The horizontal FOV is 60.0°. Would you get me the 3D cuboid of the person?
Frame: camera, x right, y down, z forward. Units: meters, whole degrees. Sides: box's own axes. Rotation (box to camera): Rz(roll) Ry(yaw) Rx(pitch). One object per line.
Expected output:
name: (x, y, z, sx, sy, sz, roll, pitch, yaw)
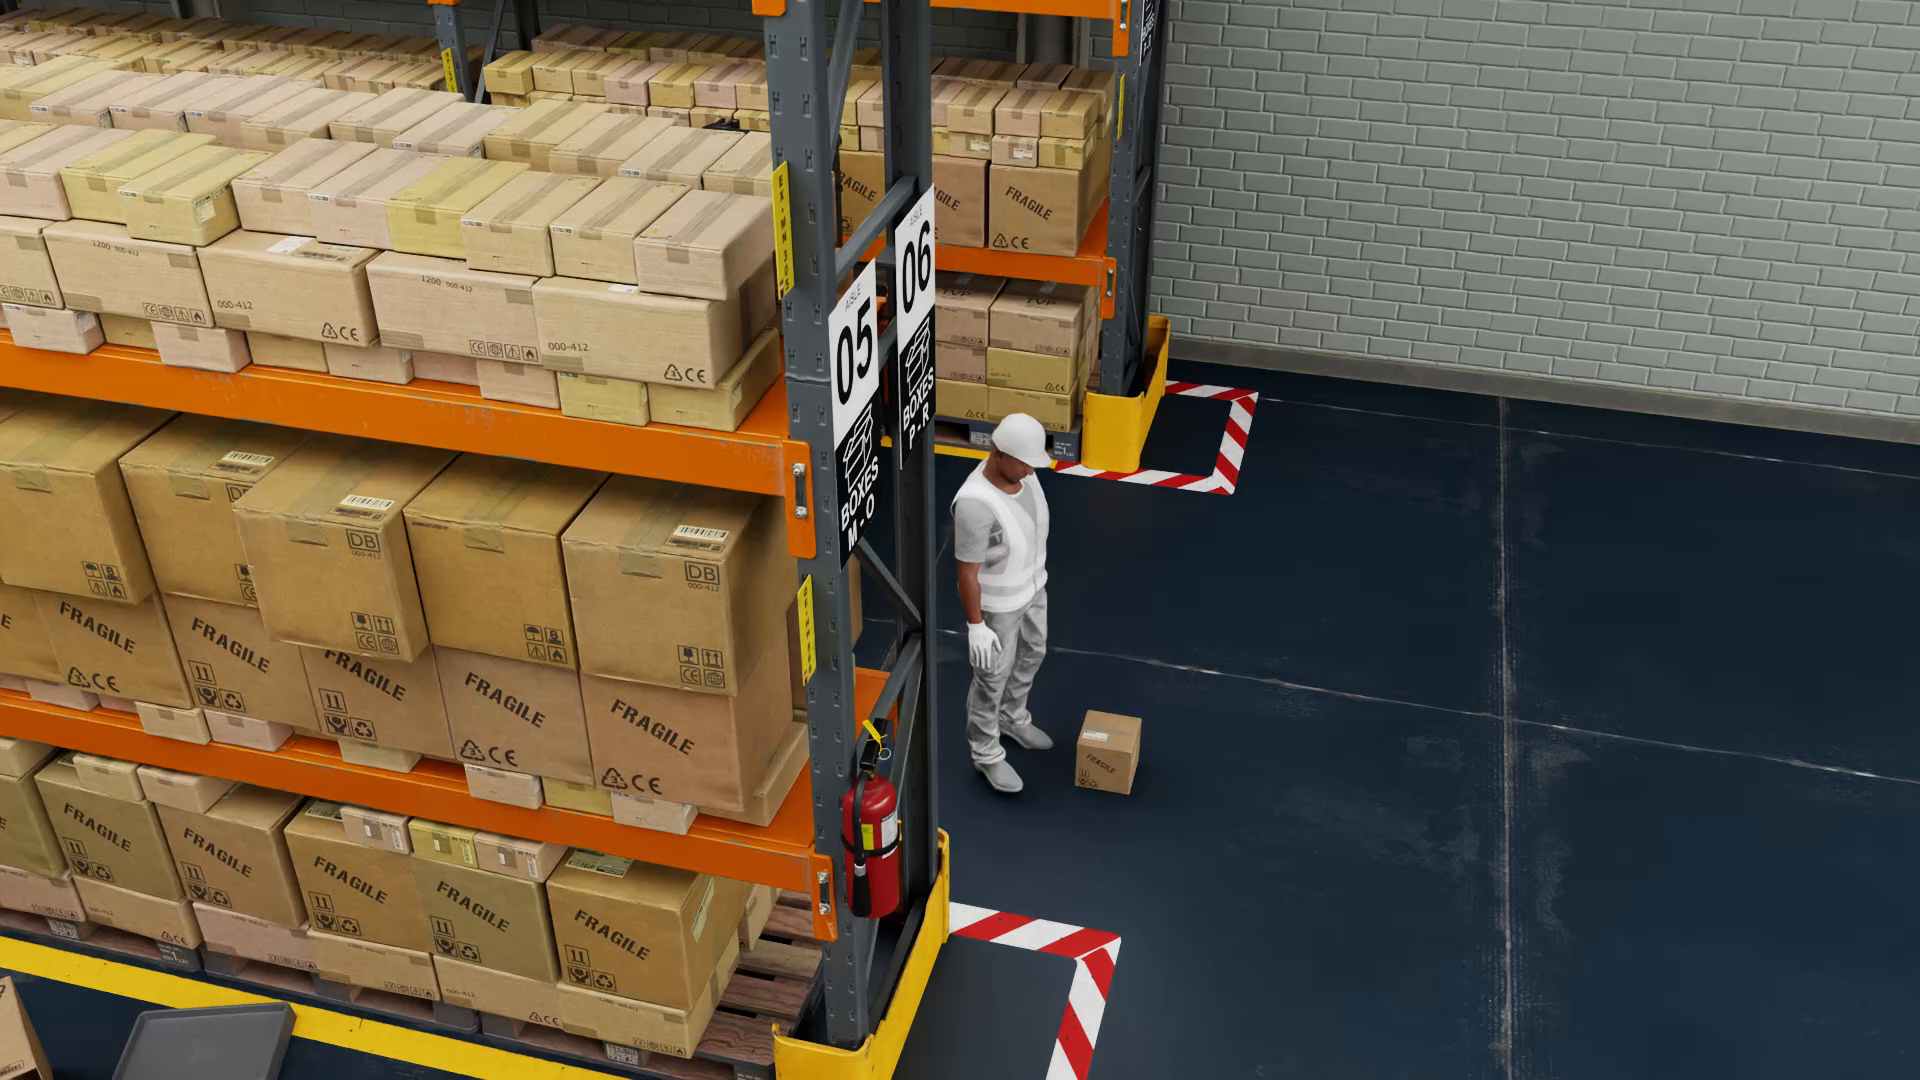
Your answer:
person: (0.196, 0.269, 7.214, 0.395, 1.817, 0.697, 17, 36, 25)
